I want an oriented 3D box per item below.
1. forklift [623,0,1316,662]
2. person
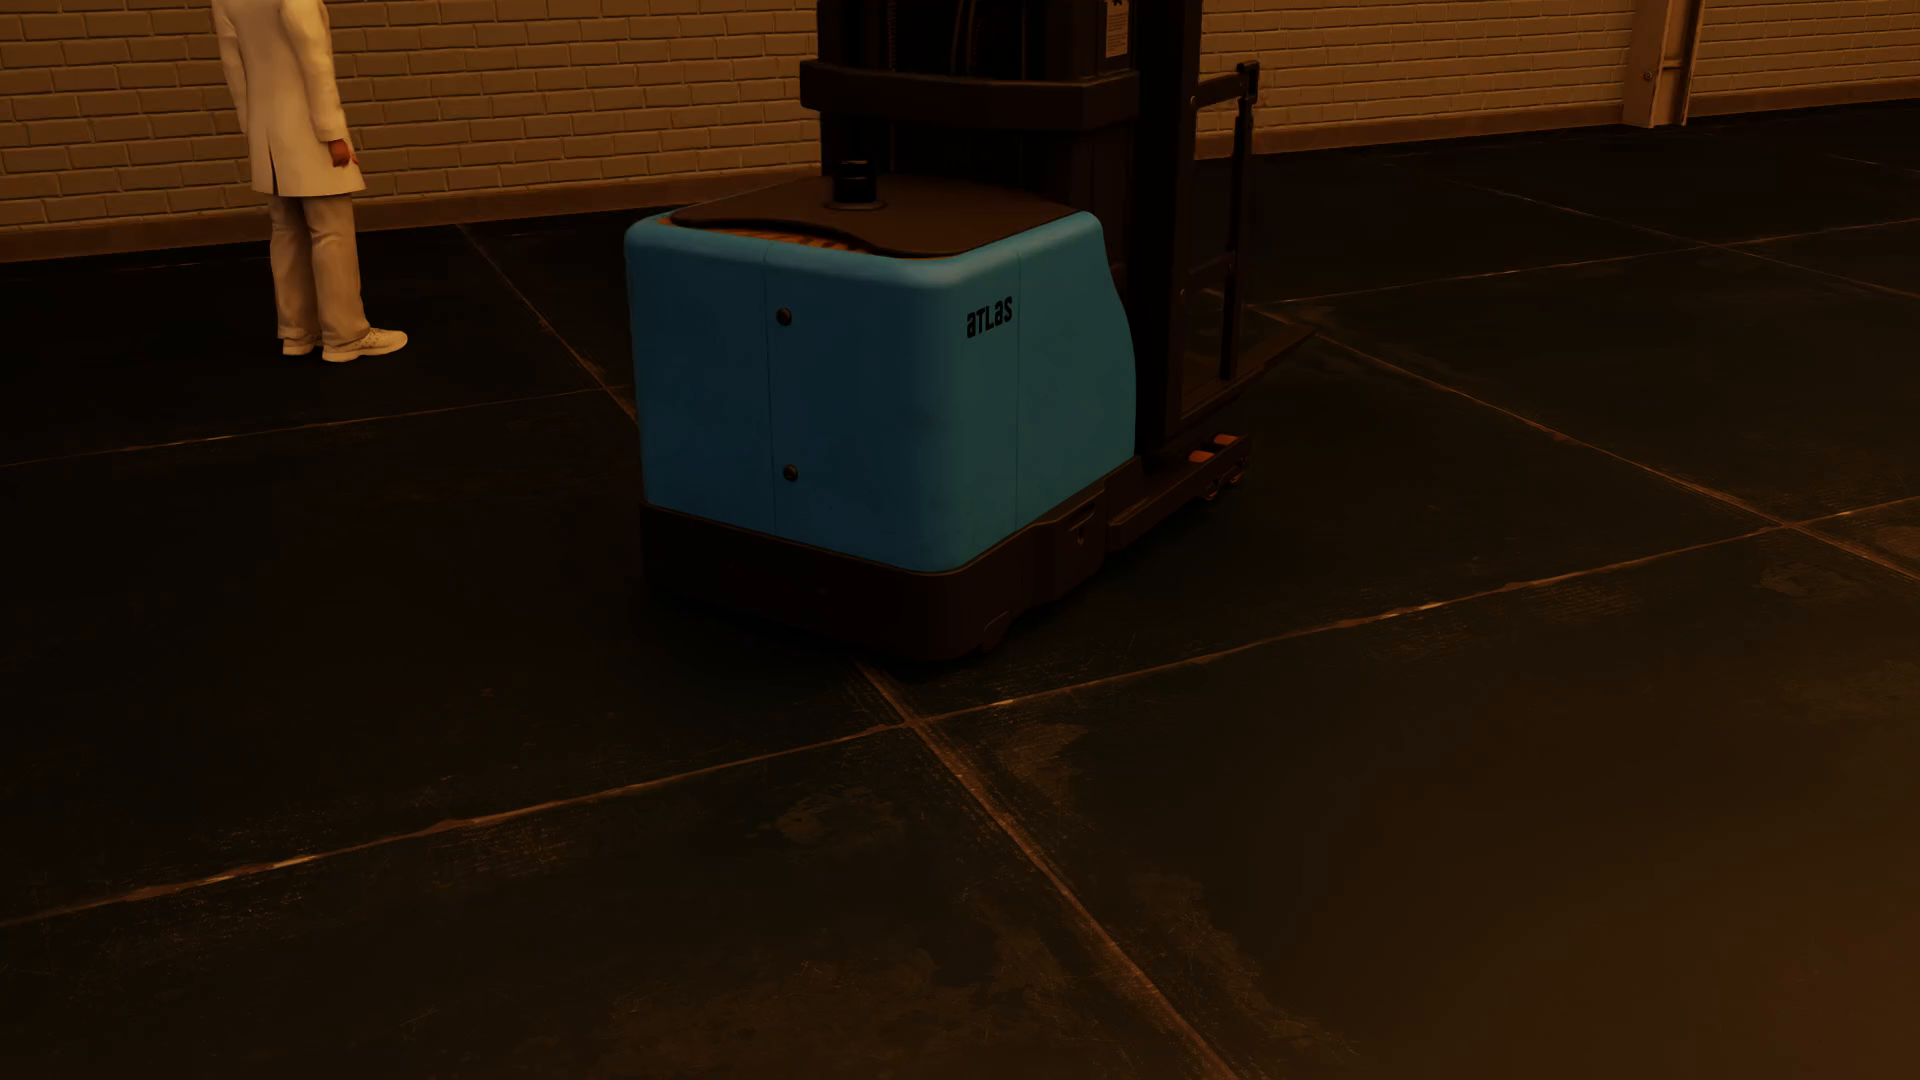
[{"bbox_3d":[0.318,-1.563,5.050,1.130,2.935,3.031,13,26,29],"label":"forklift"},{"bbox_3d":[-2.643,-1.629,6.704,0.552,1.783,0.382,12,25,26],"label":"person"}]
